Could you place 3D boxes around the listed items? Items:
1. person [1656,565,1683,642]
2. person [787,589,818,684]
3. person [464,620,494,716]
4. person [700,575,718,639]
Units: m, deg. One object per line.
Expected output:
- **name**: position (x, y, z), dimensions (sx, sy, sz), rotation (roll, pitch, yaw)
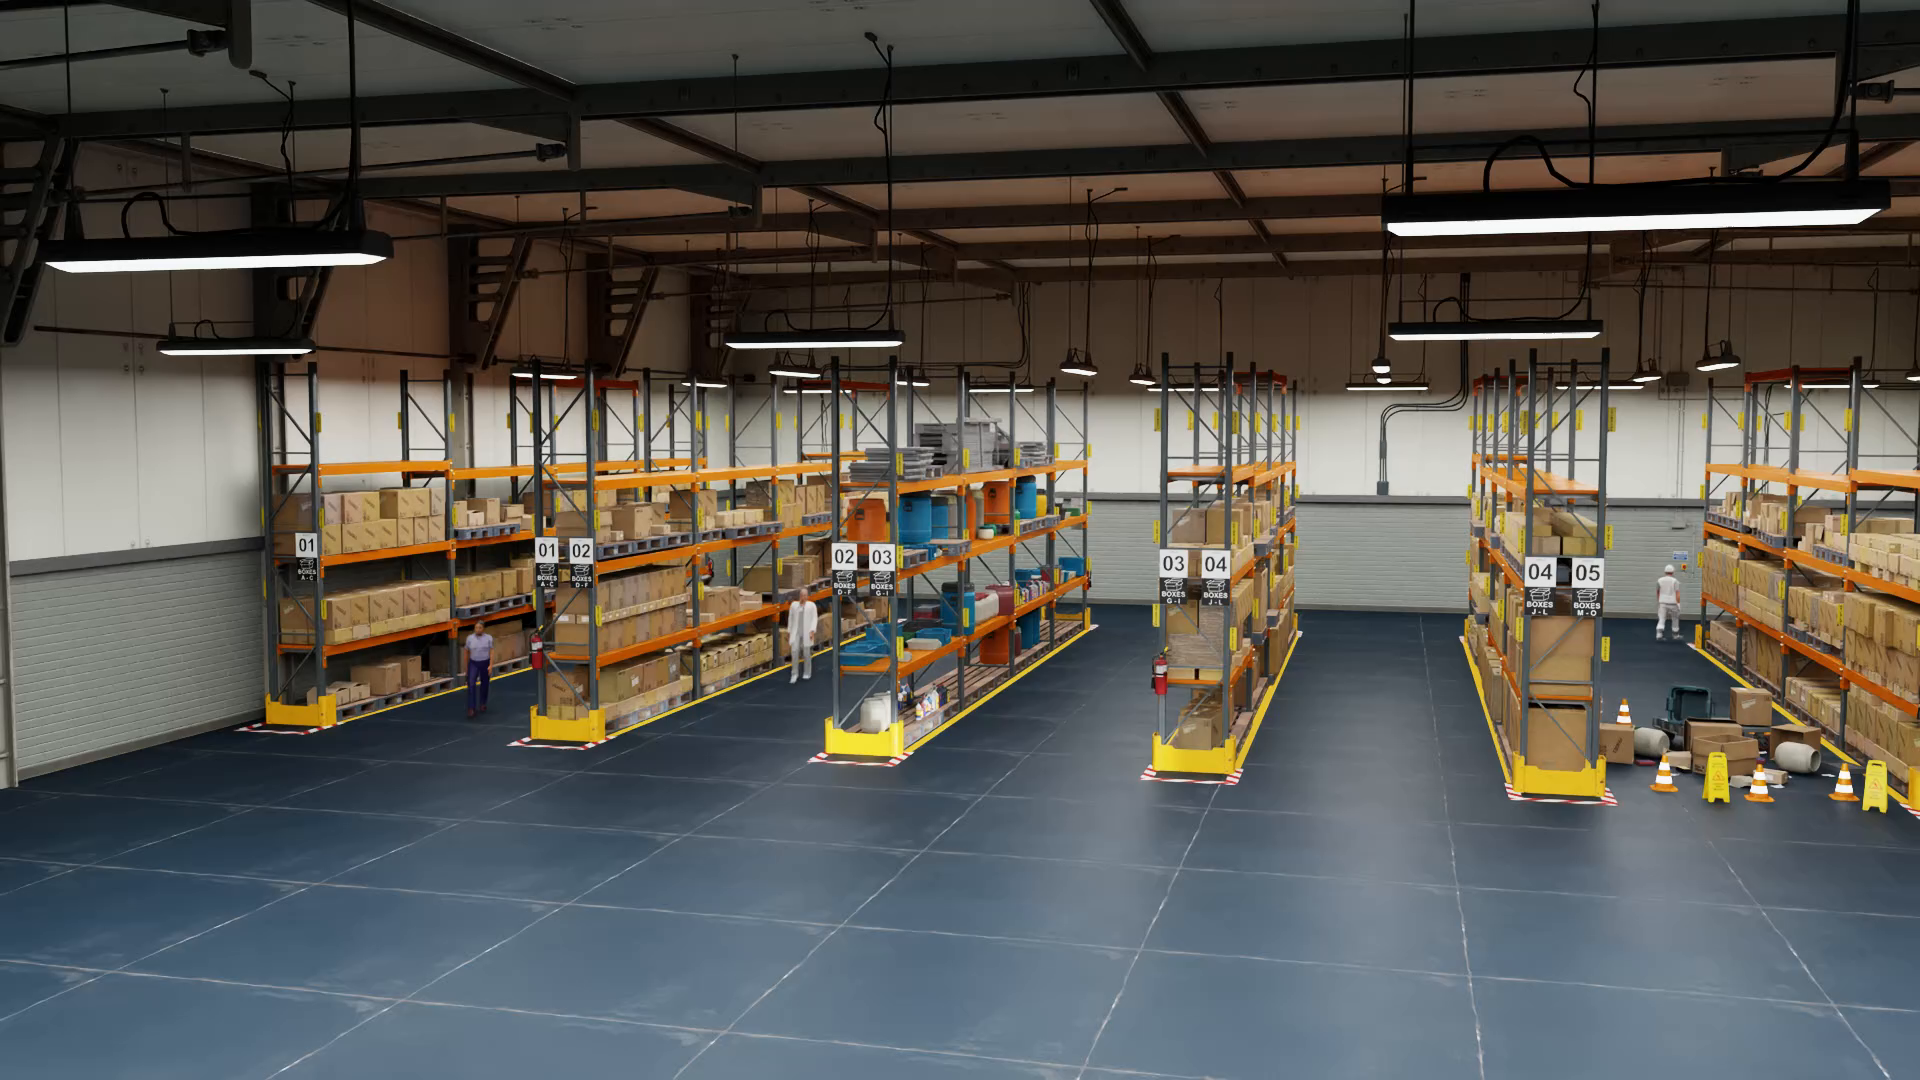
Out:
- **person**: position (16.220, 1.451, 38.012), dimensions (0.575, 1.774, 0.862), rotation (3, 5, 39)
- **person**: position (-3.090, 1.860, 32.313), dimensions (0.619, 1.794, 0.793), rotation (0, 4, 2)
- **person**: position (-8.265, 2.174, 28.555), dimensions (0.528, 1.591, 0.957), rotation (-2, 4, -23)
- **person**: position (-5.574, 1.610, 36.389), dimensions (0.514, 1.673, 0.454), rotation (3, 5, 39)
